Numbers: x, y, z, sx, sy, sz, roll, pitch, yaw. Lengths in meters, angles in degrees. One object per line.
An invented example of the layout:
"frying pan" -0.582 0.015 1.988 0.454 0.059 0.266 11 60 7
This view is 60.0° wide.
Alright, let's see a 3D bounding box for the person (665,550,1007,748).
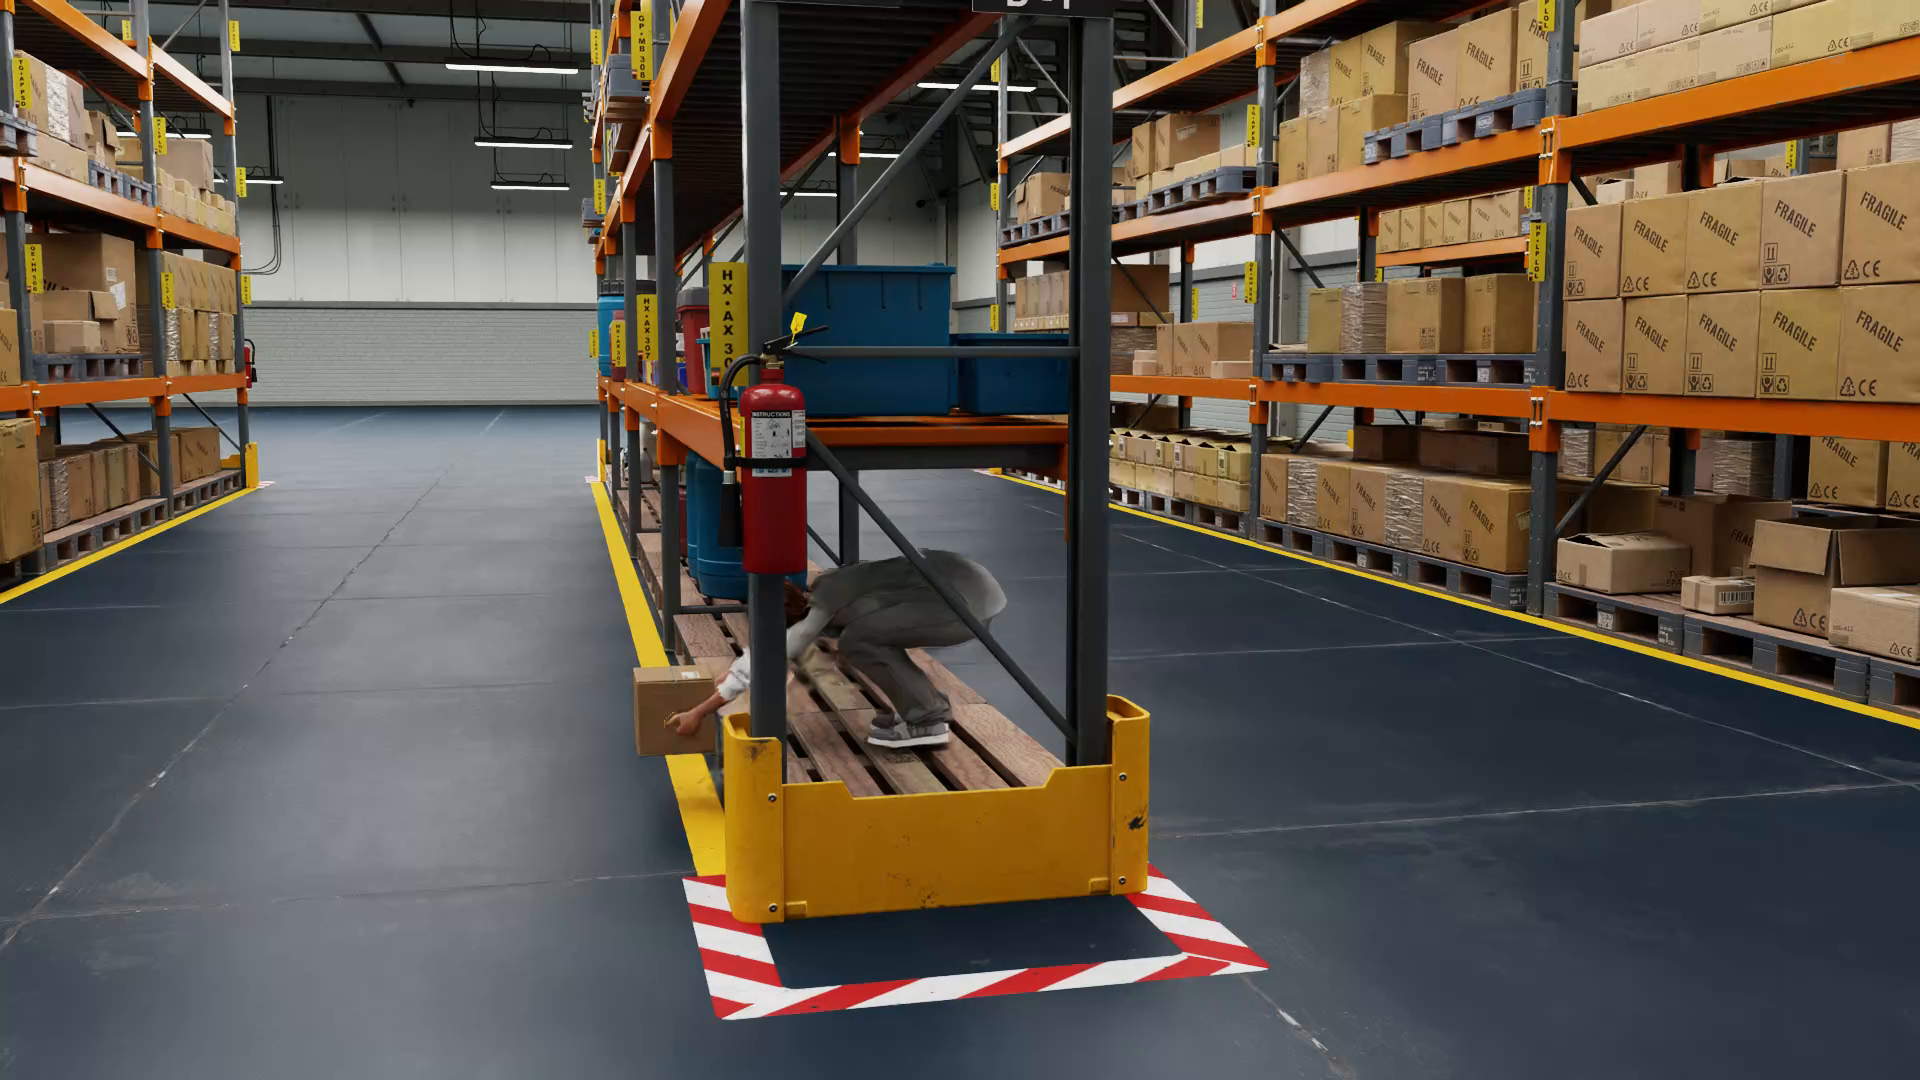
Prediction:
"person" -0.405 0.358 5.533 1.127 0.645 0.406 0 6 -3
